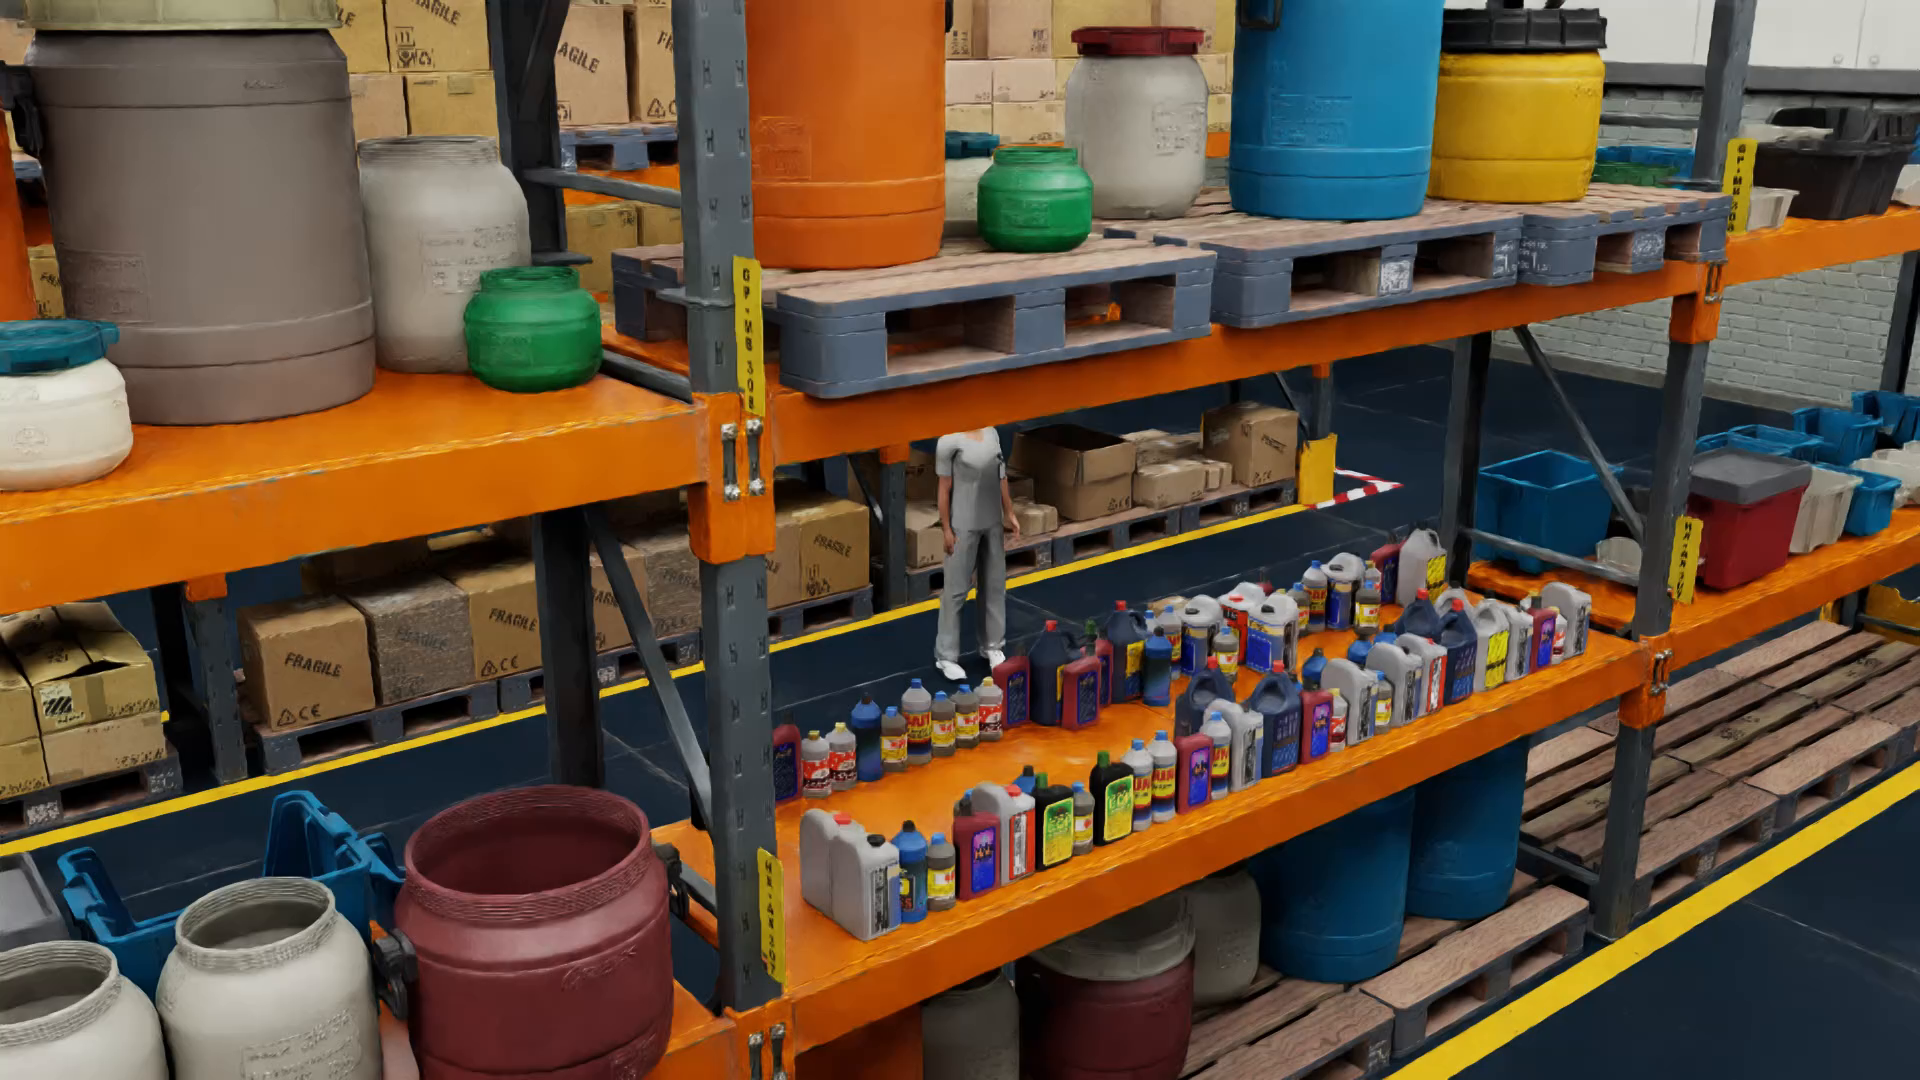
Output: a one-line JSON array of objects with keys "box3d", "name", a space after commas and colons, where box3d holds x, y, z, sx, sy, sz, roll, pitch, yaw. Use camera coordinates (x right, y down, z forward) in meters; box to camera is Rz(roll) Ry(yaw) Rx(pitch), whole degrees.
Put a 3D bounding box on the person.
[{"box3d": [0.080, -0.077, 9.223, 0.480, 1.679, 0.378, -15, 23, -39], "name": "person"}]
